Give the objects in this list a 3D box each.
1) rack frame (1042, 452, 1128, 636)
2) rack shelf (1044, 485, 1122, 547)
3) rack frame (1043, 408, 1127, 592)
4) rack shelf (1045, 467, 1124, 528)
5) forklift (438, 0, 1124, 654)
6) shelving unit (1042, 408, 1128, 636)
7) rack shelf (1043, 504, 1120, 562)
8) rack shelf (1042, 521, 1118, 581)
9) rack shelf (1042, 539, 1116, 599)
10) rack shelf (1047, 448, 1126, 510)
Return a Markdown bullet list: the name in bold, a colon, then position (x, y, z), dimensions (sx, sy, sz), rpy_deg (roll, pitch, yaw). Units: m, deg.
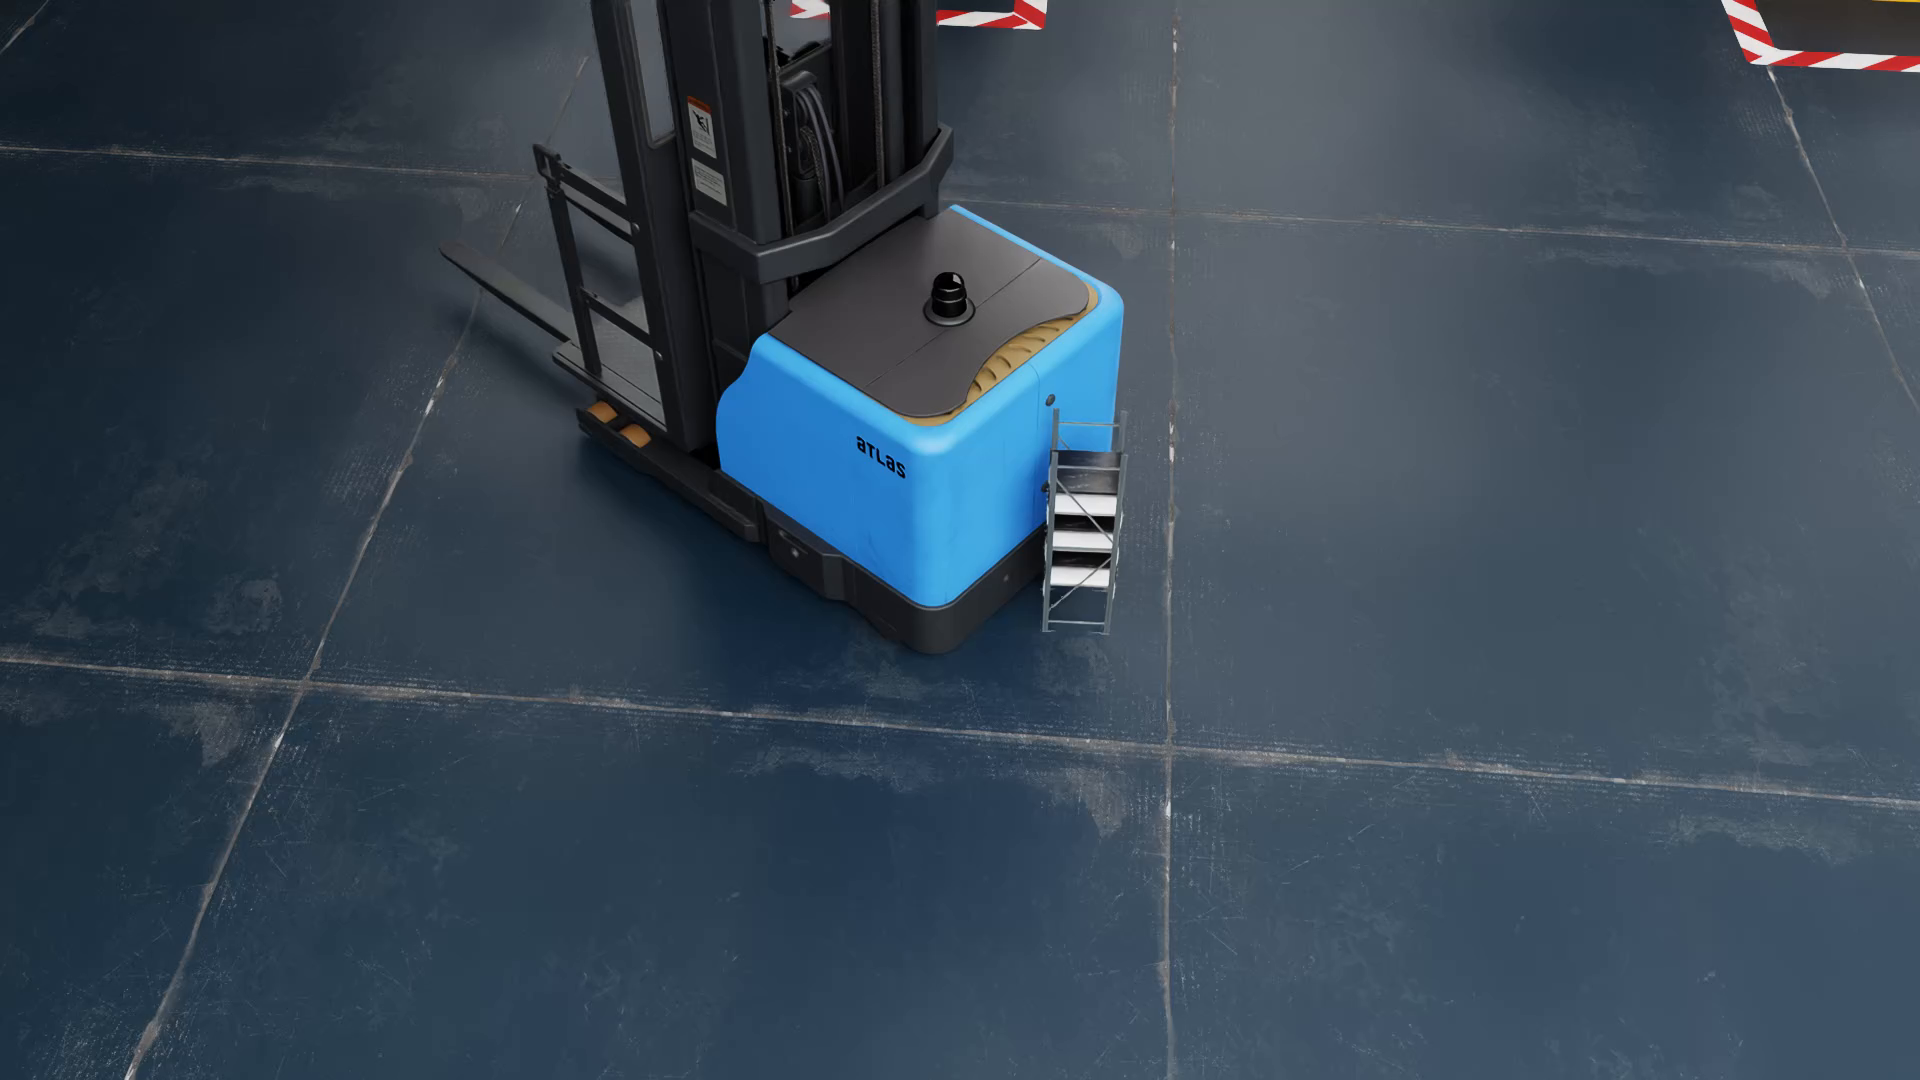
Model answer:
- **rack frame**: position (0.412, 0.031, 5.612), dimensions (0.240, 0.900, 0.006), rpy_deg (2, 48, 2)
- **rack shelf**: position (0.418, -0.082, 5.639), dimensions (0.258, 0.077, 0.200), rpy_deg (2, 48, 2)
- **rack frame**: position (0.424, -0.119, 5.749), dimensions (0.240, 0.900, 0.006), rpy_deg (2, 48, 2)
- **rack shelf**: position (0.418, -0.143, 5.572), dimensions (0.258, 0.077, 0.200), rpy_deg (2, 48, 2)
- **forklift**: position (-0.873, -1.539, 5.671), dimensions (3.031, 2.935, 1.130), rpy_deg (33, 56, 27)
- **shelving unit**: position (0.418, -0.044, 5.681), dimensions (0.258, 0.900, 0.210), rpy_deg (2, 48, 2)
- **rack shelf**: position (0.418, -0.022, 5.705), dimensions (0.258, 0.077, 0.200), rpy_deg (2, 48, 2)
- **rack shelf**: position (0.418, 0.039, 5.772), dimensions (0.258, 0.077, 0.200), rpy_deg (2, 48, 2)
- **rack shelf**: position (0.418, 0.100, 5.838), dimensions (0.258, 0.077, 0.200), rpy_deg (2, 48, 2)
- **rack shelf**: position (0.418, -0.204, 5.506), dimensions (0.258, 0.077, 0.200), rpy_deg (2, 48, 2)
